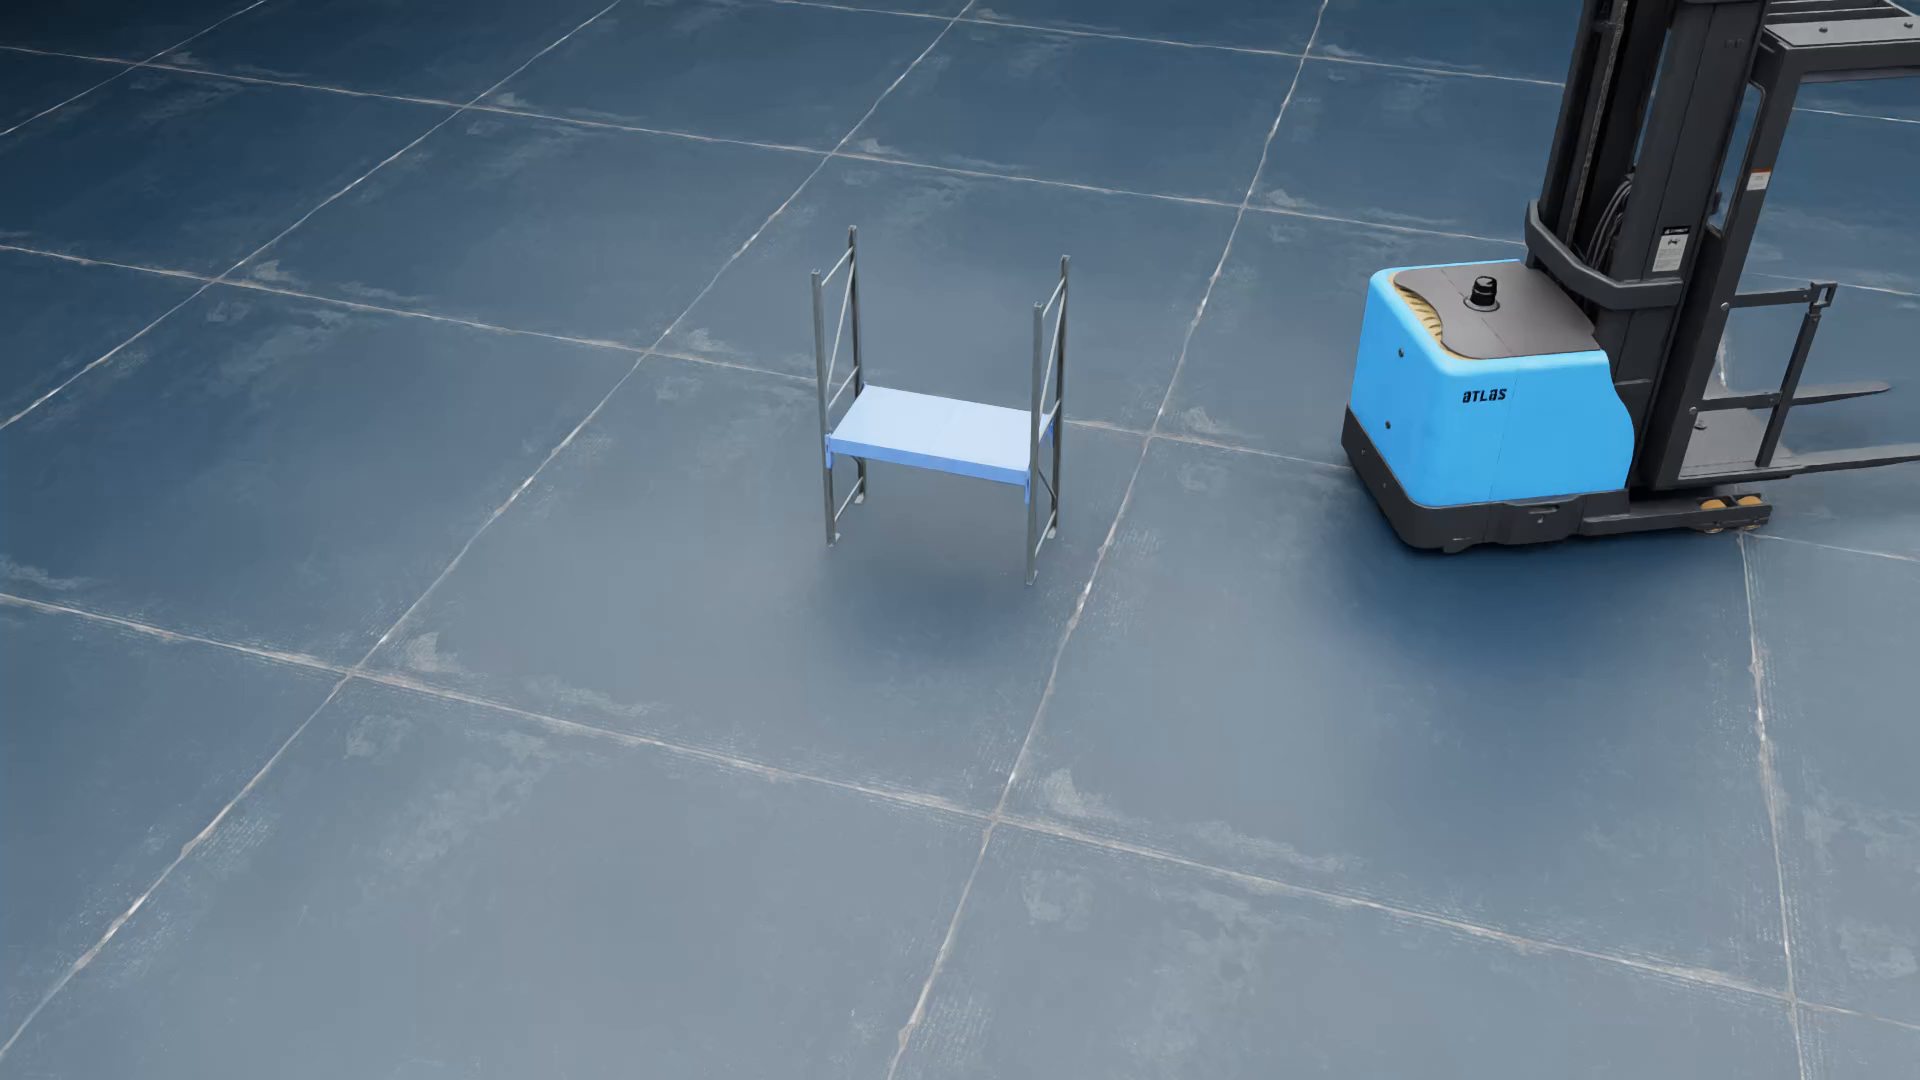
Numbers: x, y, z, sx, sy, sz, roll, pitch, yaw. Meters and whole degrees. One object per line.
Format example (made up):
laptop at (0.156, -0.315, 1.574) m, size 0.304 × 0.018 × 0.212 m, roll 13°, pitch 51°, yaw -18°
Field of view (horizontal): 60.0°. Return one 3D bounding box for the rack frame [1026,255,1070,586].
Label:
rack frame at (0.404, -0.529, 7.704) m, size 0.032 × 1.500 × 0.500 m, roll 10°, pitch 38°, yaw 14°

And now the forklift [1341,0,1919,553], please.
forklift at (3.585, -1.520, 7.842) m, size 3.031 × 2.935 × 1.130 m, roll -5°, pitch 37°, yaw -7°

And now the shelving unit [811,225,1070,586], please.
shelving unit at (-0.081, -0.619, 7.826) m, size 1.048 × 1.500 × 0.538 m, roll 10°, pitch 38°, yaw 14°

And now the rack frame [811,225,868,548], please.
rack frame at (-0.567, -0.709, 7.948) m, size 0.032 × 1.500 × 0.500 m, roll 10°, pitch 38°, yaw 14°

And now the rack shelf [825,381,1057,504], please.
rack shelf at (-0.081, -0.474, 7.933) m, size 1.000 × 0.185 × 0.538 m, roll 10°, pitch 38°, yaw 14°
